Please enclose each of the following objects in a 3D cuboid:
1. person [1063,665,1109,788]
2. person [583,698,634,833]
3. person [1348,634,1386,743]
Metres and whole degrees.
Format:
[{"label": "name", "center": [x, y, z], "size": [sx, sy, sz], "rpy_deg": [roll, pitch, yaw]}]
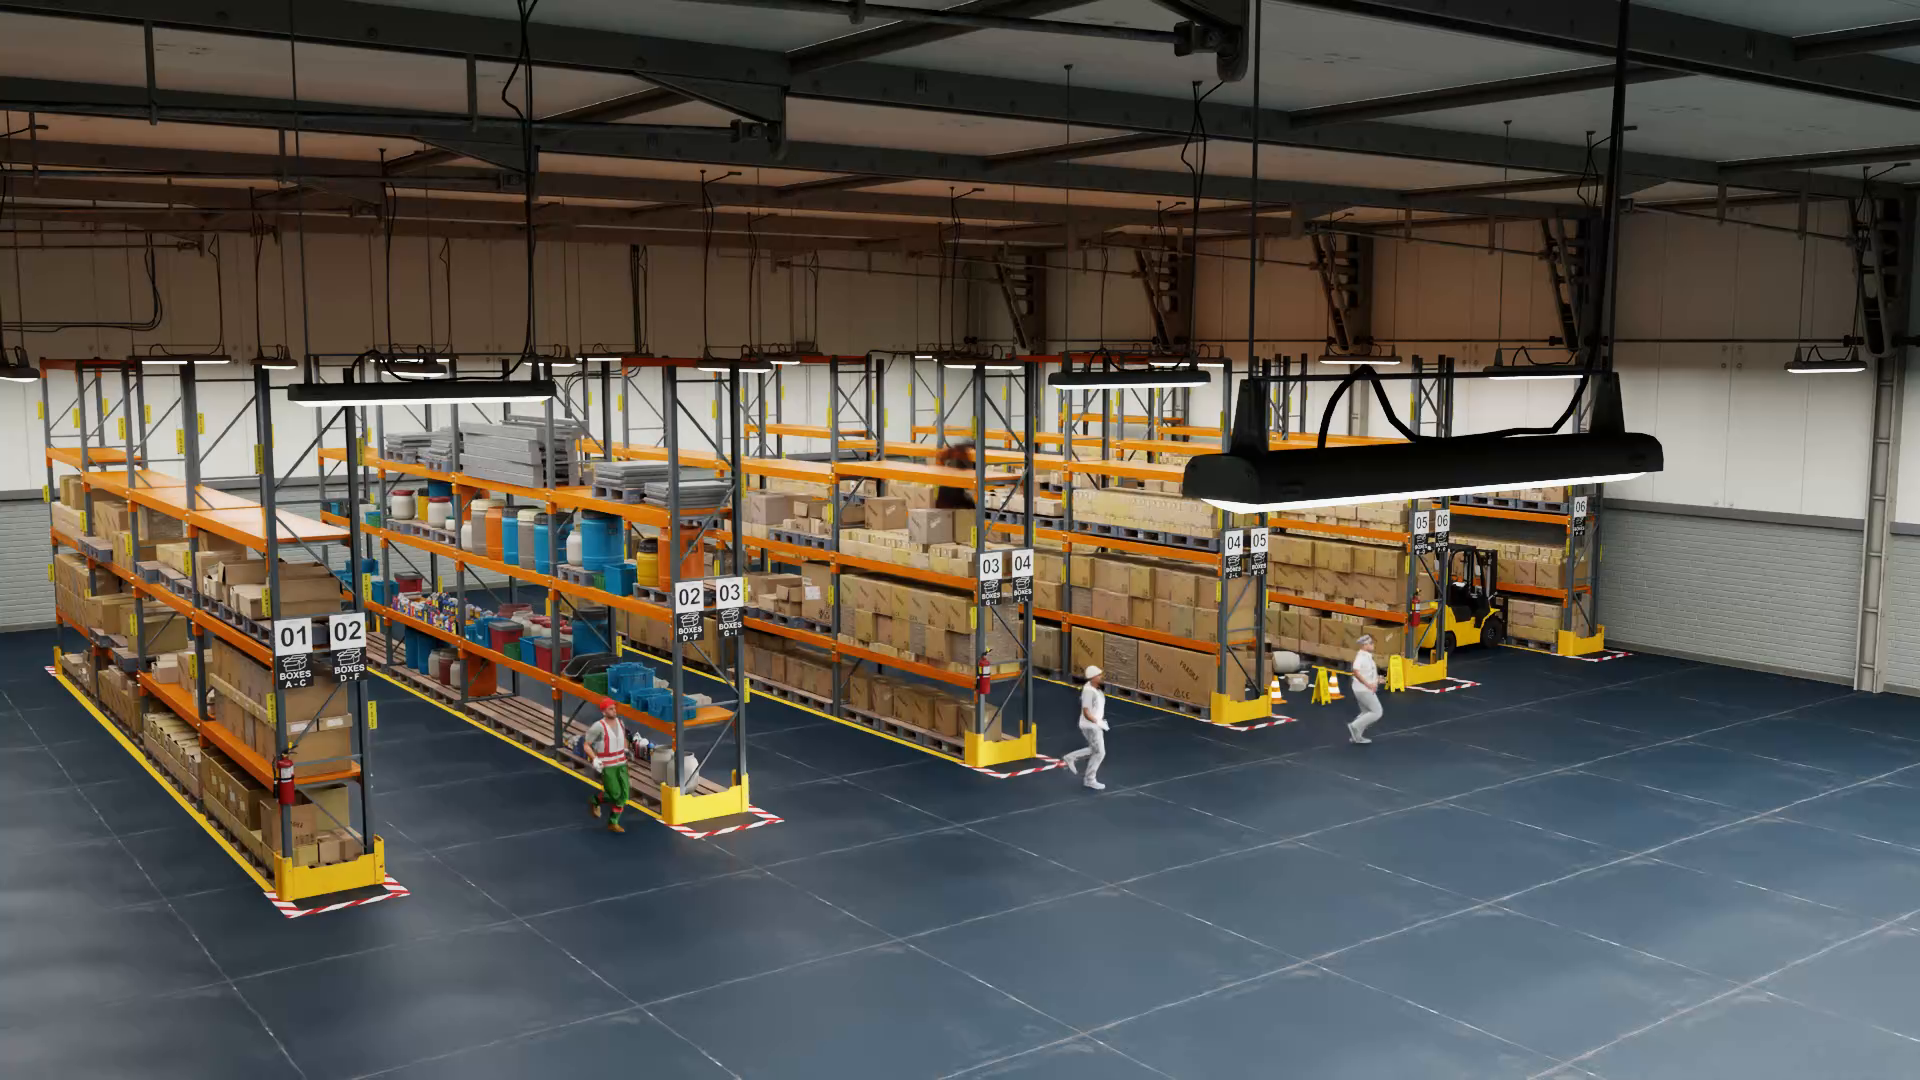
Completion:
[{"label": "person", "center": [1.799, 2.642, 23.640], "size": [0.666, 1.756, 0.706], "rpy_deg": [1, 7, 8]}, {"label": "person", "center": [-4.532, 2.899, 21.503], "size": [0.605, 1.743, 0.657], "rpy_deg": [5, 9, 38]}, {"label": "person", "center": [6.399, 2.334, 26.098], "size": [0.587, 1.735, 0.636], "rpy_deg": [1, 7, 10]}]
